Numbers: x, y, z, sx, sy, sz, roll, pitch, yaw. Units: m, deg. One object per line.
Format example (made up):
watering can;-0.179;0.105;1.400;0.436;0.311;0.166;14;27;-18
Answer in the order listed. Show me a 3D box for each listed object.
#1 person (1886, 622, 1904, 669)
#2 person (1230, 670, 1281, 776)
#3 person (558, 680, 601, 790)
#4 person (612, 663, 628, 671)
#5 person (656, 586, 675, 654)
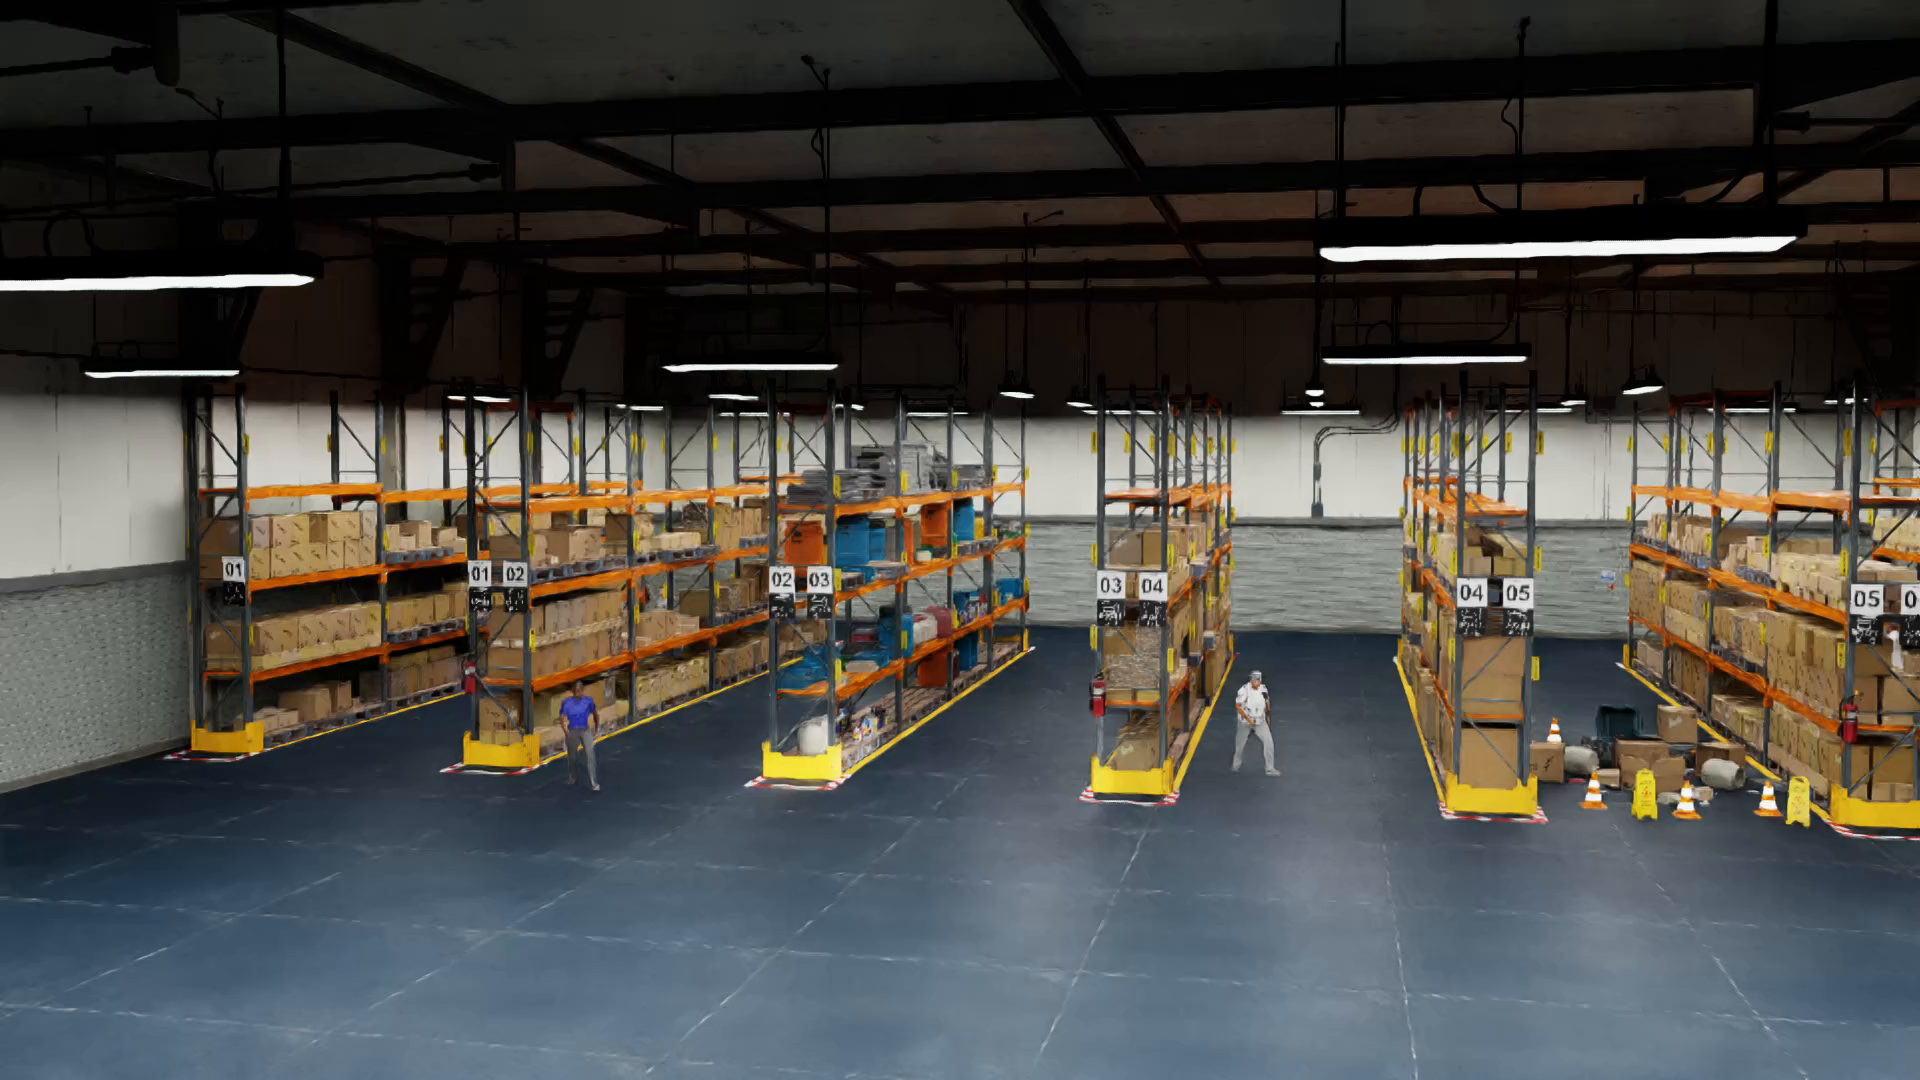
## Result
person;17.163;2.340;30.698;0.647;1.773;0.691;2;4;35
person;4.478;2.753;25.301;0.661;1.595;0.805;0;3;-5
person;-5.517;2.812;24.210;0.617;1.590;0.812;0;3;-6
person;-7.058;2.216;34.210;0.462;1.652;0.523;3;4;43
person;-7.075;1.913;39.863;0.455;1.612;1.019;1;3;11
